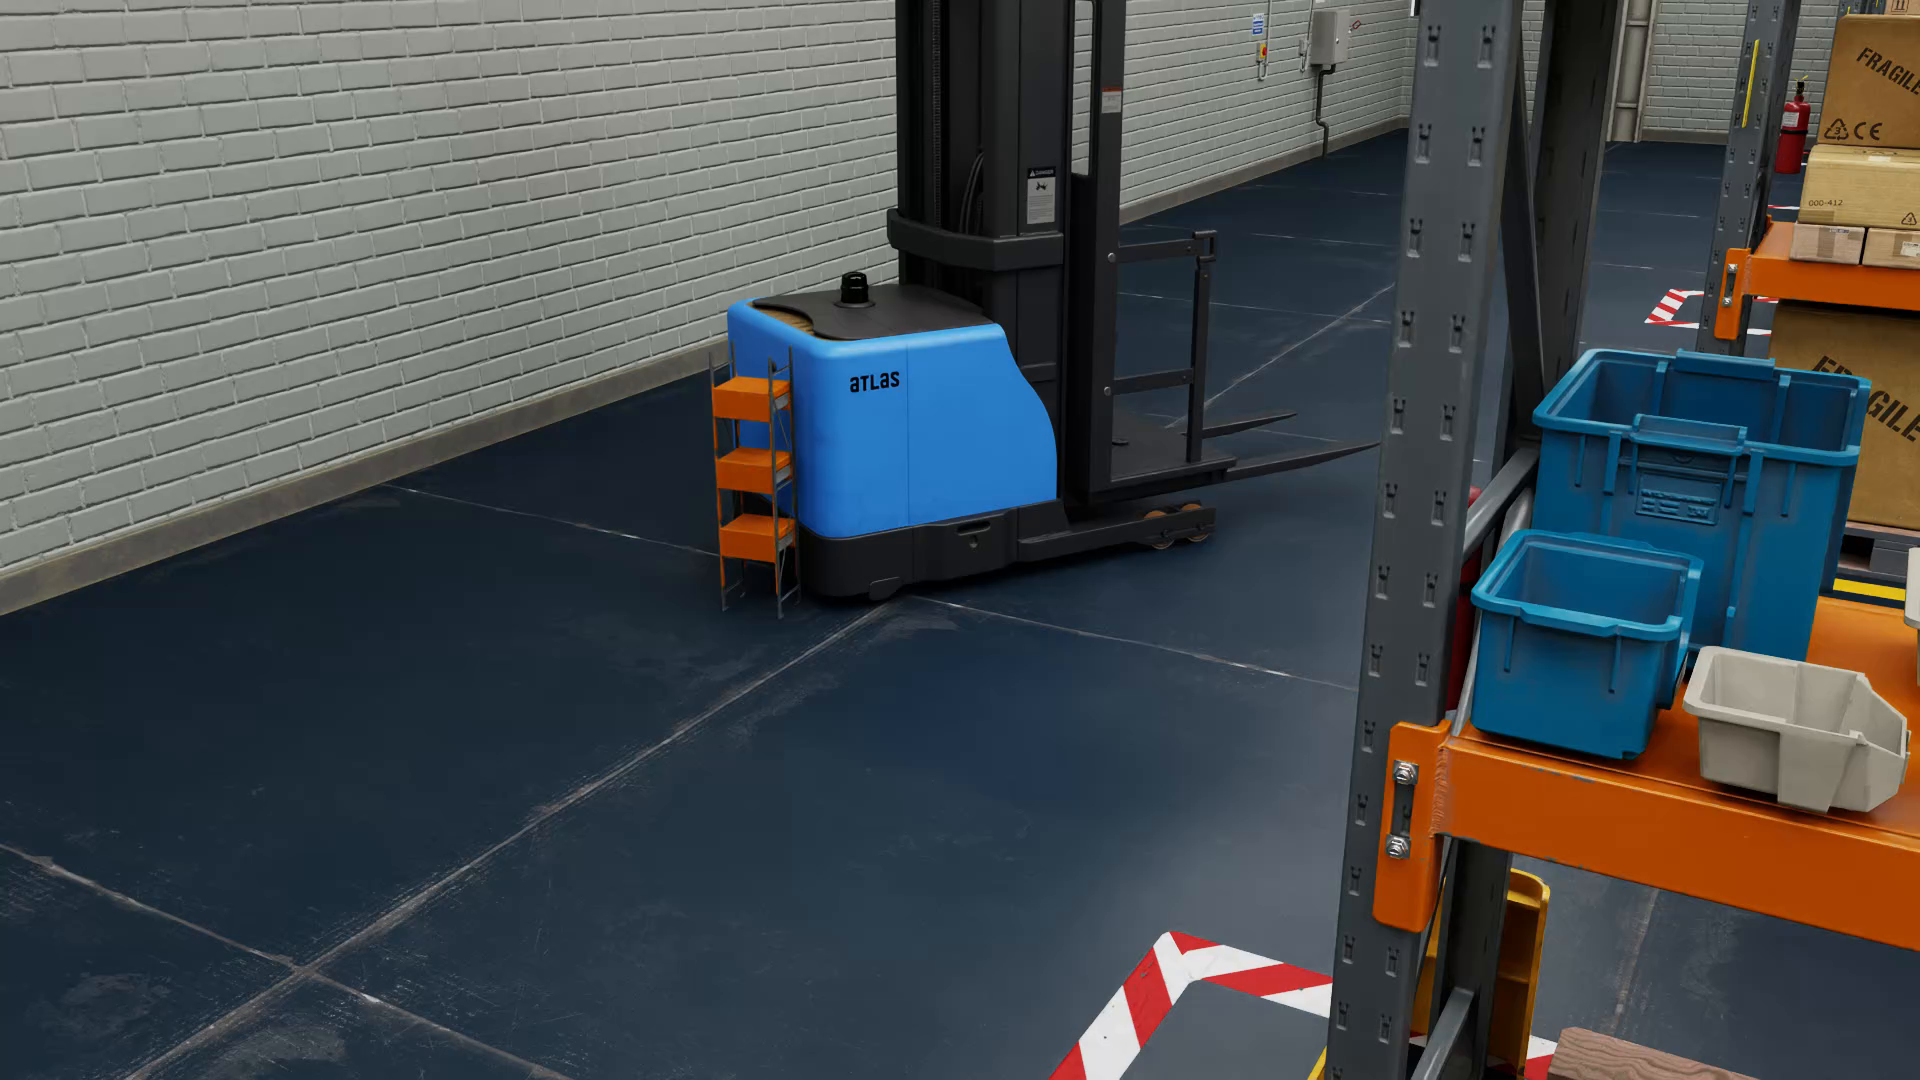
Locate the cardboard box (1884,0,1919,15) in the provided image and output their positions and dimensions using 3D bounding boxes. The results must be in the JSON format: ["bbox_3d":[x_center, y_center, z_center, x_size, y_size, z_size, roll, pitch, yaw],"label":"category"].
[{"bbox_3d":[6.127,-3.461,10.459,0.500,0.500,0.500,11,22,27],"label":"cardboard box"}]

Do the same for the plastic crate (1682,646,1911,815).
[{"bbox_3d":[1.237,0.289,2.468,0.298,0.136,0.250,11,23,27],"label":"plastic crate"}]

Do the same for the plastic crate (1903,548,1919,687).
[{"bbox_3d":[1.743,0.154,2.841,0.243,0.136,0.396,11,23,27],"label":"plastic crate"}]

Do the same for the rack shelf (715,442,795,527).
[{"bbox_3d":[-0.790,-0.218,6.458,0.240,0.259,0.215,7,21,18],"label":"rack shelf"}]

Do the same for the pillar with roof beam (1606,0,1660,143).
[{"bbox_3d":[6.594,-8.182,16.724,0.400,9.000,9.100,11,23,27],"label":"pillar with roof beam"}]

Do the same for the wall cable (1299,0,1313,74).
[{"bbox_3d":[3.938,-6.281,18.791,0.122,1.984,0.588,11,23,27],"label":"wall cable"}]

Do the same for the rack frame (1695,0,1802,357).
[{"bbox_3d":[3.358,-1.498,7.096,0.127,3.000,1.000,11,23,27],"label":"rack frame"}]

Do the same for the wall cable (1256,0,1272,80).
[{"bbox_3d":[3.257,-5.871,17.617,0.123,1.953,0.585,11,23,27],"label":"wall cable"}]

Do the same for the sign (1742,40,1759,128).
[{"bbox_3d":[3.082,-1.778,6.482,0.005,0.325,0.100,11,23,27],"label":"sign"}]

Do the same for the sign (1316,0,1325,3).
[{"bbox_3d":[4.201,-6.386,19.361,0.001,0.242,0.339,11,23,27],"label":"sign"}]

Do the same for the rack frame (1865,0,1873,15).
[{"bbox_3d":[8.191,-4.448,15.229,0.127,3.000,1.000,11,23,27],"label":"rack frame"}]

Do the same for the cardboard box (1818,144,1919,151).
[{"bbox_3d":[3.910,-1.566,7.067,0.500,0.250,0.500,10,22,26],"label":"cardboard box"}]

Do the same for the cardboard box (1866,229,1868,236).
[{"bbox_3d":[3.829,-1.419,7.246,0.250,0.149,0.380,11,23,28],"label":"cardboard box"}]

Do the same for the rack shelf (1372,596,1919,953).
[{"bbox_3d":[2.688,0.647,2.237,4.000,0.370,1.077,11,23,27],"label":"rack shelf"}]

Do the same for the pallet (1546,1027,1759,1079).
[{"bbox_3d":[1.643,1.436,3.097,1.213,0.211,1.003,11,23,27],"label":"pallet"}]

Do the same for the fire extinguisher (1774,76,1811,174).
[{"bbox_3d":[5.870,-2.925,11.691,0.183,0.674,0.296,11,23,27],"label":"fire extinguisher"}]

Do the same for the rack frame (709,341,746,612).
[{"bbox_3d":[-0.905,-0.242,6.492,0.008,1.050,0.200,7,21,18],"label":"rack frame"}]

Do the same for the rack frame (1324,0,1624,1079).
[{"bbox_3d":[0.942,-0.024,3.031,0.127,3.000,1.000,11,23,27],"label":"rack frame"}]

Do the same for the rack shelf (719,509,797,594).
[{"bbox_3d":[-0.790,0.043,6.553,0.240,0.259,0.215,7,21,18],"label":"rack shelf"}]

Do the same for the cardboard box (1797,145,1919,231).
[{"bbox_3d":[3.645,-1.407,6.629,0.500,0.250,0.500,10,22,26],"label":"cardboard box"}]

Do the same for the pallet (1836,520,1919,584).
[{"bbox_3d":[4.094,-0.078,7.269,1.213,0.211,1.003,11,23,27],"label":"pallet"}]

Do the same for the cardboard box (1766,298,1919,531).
[{"bbox_3d":[3.956,-0.614,7.159,0.875,0.875,0.875,11,23,27],"label":"cardboard box"}]

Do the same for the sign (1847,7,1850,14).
[{"bbox_3d":[5.600,-3.203,10.527,0.005,0.325,0.100,11,23,27],"label":"sign"}]

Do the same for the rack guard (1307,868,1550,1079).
[{"bbox_3d":[0.915,1.151,3.458,0.348,0.500,1.175,11,23,27],"label":"rack guard"}]

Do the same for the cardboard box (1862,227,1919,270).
[{"bbox_3d":[3.732,-1.180,6.589,0.250,0.149,0.380,10,22,27],"label":"cardboard box"}]

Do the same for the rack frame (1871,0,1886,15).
[{"bbox_3d":[10.608,-5.927,19.305,0.127,3.000,1.000,11,23,27],"label":"rack frame"}]

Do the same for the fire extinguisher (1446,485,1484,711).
[{"bbox_3d":[1.032,0.028,3.550,0.183,0.674,0.296,11,23,27],"label":"fire extinguisher"}]

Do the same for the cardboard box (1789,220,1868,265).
[{"bbox_3d":[3.507,-1.223,6.705,0.250,0.149,0.380,11,23,28],"label":"cardboard box"}]

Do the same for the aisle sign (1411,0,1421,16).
[{"bbox_3d":[0.735,-1.169,2.377,0.004,0.787,0.394,11,23,27],"label":"aisle sign"}]

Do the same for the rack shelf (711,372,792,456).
[{"bbox_3d":[-0.790,-0.485,6.361,0.240,0.259,0.215,7,21,18],"label":"rack shelf"}]

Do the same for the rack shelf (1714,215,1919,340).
[{"bbox_3d":[5.104,-0.827,6.302,4.000,0.370,1.077,11,23,27],"label":"rack shelf"}]

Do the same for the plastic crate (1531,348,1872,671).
[{"bbox_3d":[1.326,-0.068,3.015,0.499,0.435,0.616,11,23,27],"label":"plastic crate"}]

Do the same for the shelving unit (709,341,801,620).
[{"bbox_3d":[-0.790,-0.228,6.454,0.252,1.050,0.215,7,21,18],"label":"shelving unit"}]

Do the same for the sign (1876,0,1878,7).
[{"bbox_3d":[10.344,-6.172,18.712,0.005,0.325,0.100,11,23,27],"label":"sign"}]

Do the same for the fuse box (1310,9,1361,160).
[{"bbox_3d":[4.409,-5.374,19.672,0.414,1.711,0.539,11,23,27],"label":"fuse box"}]

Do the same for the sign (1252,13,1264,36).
[{"bbox_3d":[3.180,-5.502,17.738,0.001,0.218,0.327,11,23,27],"label":"sign"}]

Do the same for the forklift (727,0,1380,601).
[{"bbox_3d":[0.545,-1.482,7.154,3.031,2.935,1.130,-11,23,-27],"label":"forklift"}]

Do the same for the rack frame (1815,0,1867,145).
[{"bbox_3d":[5.865,-2.958,11.120,0.127,3.000,1.000,11,23,27],"label":"rack frame"}]

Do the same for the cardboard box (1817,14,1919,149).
[{"bbox_3d":[3.911,-1.917,6.935,0.500,0.500,0.500,11,23,28],"label":"cardboard box"}]

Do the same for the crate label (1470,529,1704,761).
[{"bbox_3d":[0.997,0.166,2.666,0.303,0.233,0.416,11,23,27],"label":"crate label"}]

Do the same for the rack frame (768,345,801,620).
[{"bbox_3d":[-0.675,-0.214,6.416,0.008,1.050,0.200,7,21,18],"label":"rack frame"}]
